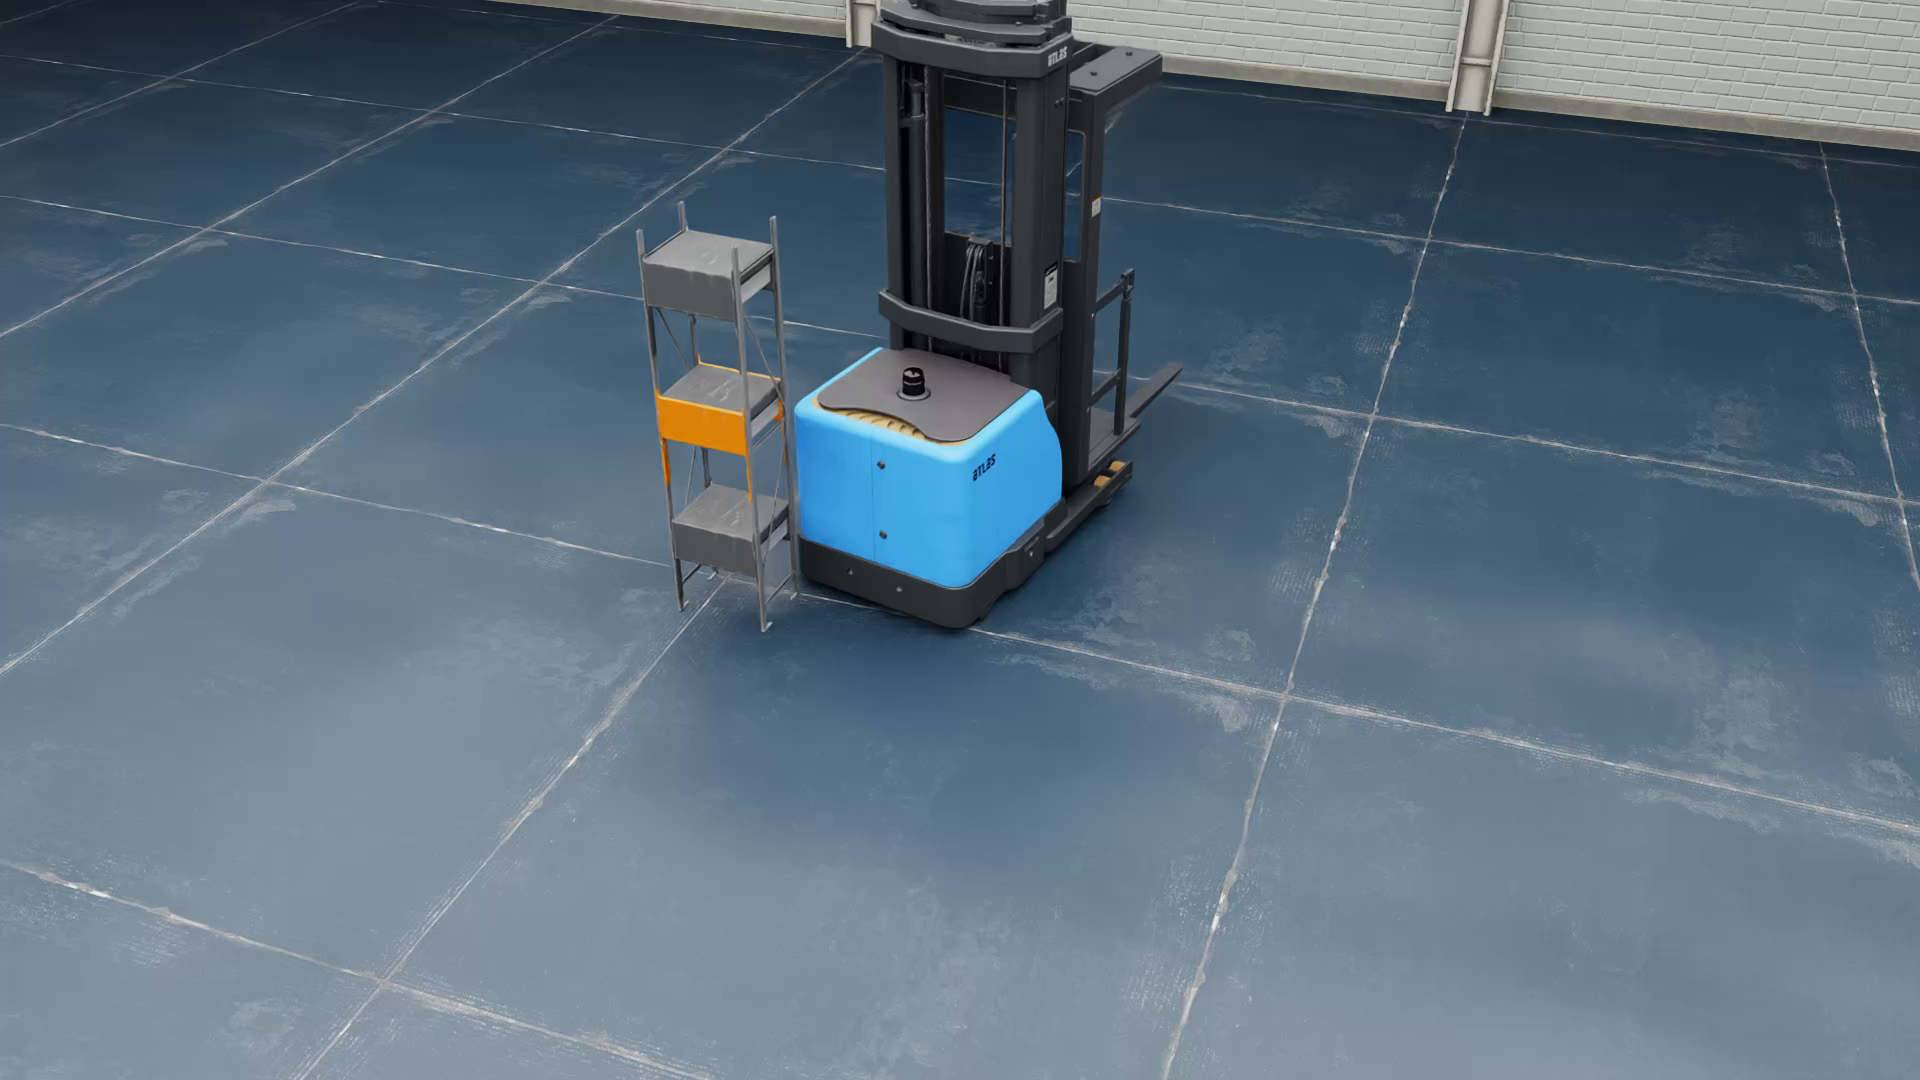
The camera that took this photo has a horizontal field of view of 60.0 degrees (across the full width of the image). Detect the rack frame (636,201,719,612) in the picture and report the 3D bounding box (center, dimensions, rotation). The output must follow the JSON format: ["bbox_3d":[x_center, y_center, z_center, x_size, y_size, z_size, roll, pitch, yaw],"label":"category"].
[{"bbox_3d":[-1.379,-0.609,8.225,0.015,2.100,0.400,13,35,19],"label":"rack frame"}]

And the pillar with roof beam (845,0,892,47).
[{"bbox_3d":[-2.381,-6.684,11.275,0.400,9.000,9.100,11,34,16],"label":"pillar with roof beam"}]

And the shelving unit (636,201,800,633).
[{"bbox_3d":[-1.154,-0.558,8.146,0.503,2.100,0.431,13,35,19],"label":"shelving unit"}]

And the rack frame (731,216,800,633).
[{"bbox_3d":[-0.929,-0.507,8.067,0.015,2.100,0.400,13,35,19],"label":"rack frame"}]

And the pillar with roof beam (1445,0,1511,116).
[{"bbox_3d":[3.267,-5.586,9.574,0.400,9.000,9.100,11,34,16],"label":"pillar with roof beam"}]

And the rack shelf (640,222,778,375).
[{"bbox_3d":[-1.154,-1.134,7.774,0.480,0.518,0.431,13,35,19],"label":"rack shelf"}]

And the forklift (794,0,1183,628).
[{"bbox_3d":[0.346,-1.553,8.921,1.130,2.935,3.031,18,37,26],"label":"forklift"}]

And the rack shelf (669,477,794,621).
[{"bbox_3d":[-1.154,0.041,8.533,0.480,0.518,0.431,13,35,19],"label":"rack shelf"}]

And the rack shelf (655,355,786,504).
[{"bbox_3d":[-1.154,-0.547,8.154,0.480,0.518,0.431,13,35,19],"label":"rack shelf"}]
